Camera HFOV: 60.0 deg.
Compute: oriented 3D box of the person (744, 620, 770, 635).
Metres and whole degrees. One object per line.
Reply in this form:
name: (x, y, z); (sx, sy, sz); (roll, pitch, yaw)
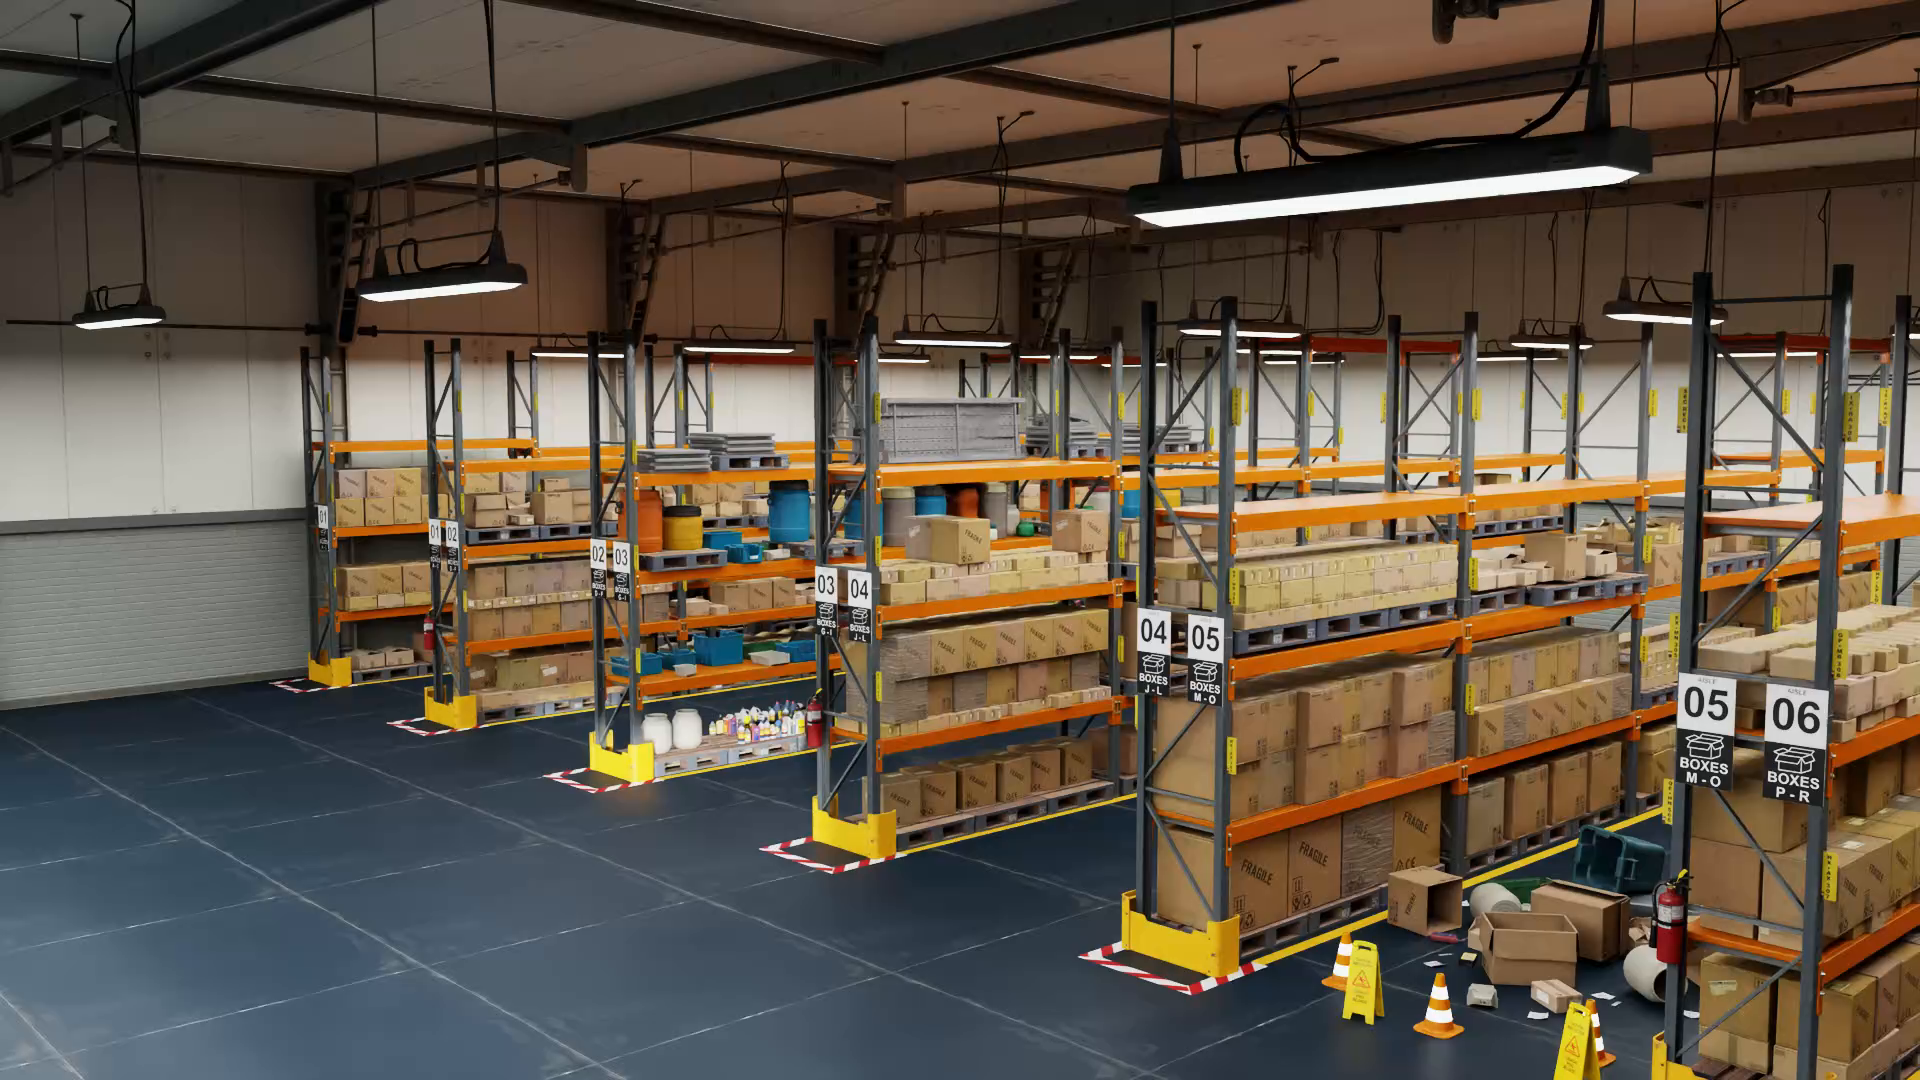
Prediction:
person: (-3.860, 1.593, 32.077); (0.604, 1.507, 0.826); (3, 6, 28)
